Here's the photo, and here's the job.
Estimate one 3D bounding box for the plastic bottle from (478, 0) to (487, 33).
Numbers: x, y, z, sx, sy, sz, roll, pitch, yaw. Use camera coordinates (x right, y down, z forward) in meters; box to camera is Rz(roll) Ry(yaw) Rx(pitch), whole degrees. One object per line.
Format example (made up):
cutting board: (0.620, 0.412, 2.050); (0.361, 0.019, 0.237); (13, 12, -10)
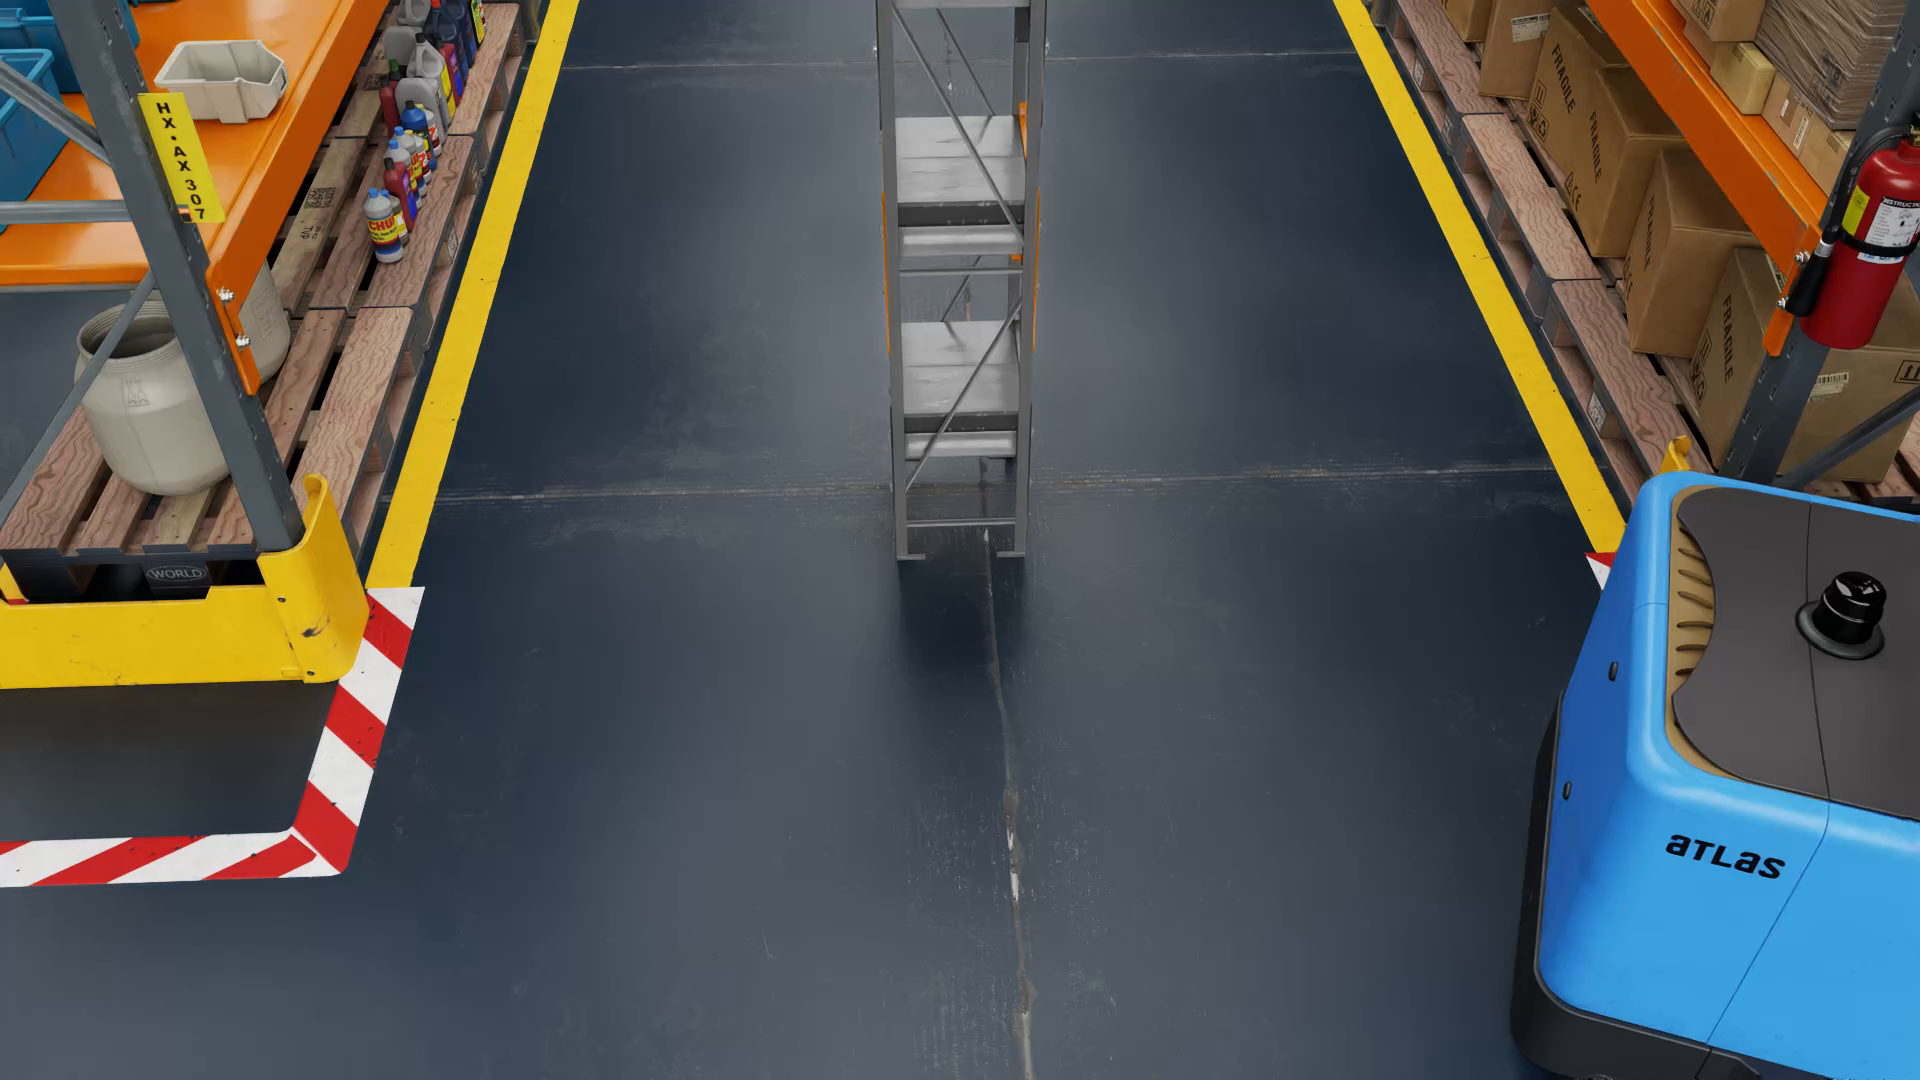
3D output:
plastic bottle: (-2.152, -2.342, 7.330); (0.097, 0.201, 0.097); (0, 43, 0)

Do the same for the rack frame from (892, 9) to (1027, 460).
rack frame: (-0.017, -1.051, 4.842); (0.400, 2.100, 0.015); (-2, 43, -2)

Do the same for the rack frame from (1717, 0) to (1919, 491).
rack frame: (2.640, -0.889, 4.000); (1.000, 3.000, 0.127); (-2, 43, -2)

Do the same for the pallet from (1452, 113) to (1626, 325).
pallet: (2.588, -1.283, 6.494); (1.003, 0.211, 1.213); (-2, 43, -2)

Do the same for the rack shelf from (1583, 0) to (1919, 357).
rack shelf: (2.555, -1.974, 5.716); (1.077, 0.370, 4.000); (-2, 43, -2)

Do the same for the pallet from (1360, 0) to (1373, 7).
pallet: (2.435, -3.087, 8.461); (1.003, 0.211, 1.213); (-2, 43, -2)

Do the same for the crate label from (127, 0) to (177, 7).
crate label: (-2.657, -1.994, 5.180); (0.502, 0.435, 0.616); (-2, 43, -2)

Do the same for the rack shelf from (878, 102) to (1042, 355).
rack shelf: (-0.007, -0.876, 4.672); (0.431, 0.518, 0.480); (-2, 43, -2)

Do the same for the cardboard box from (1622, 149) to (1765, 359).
cardboard box: (2.570, -0.947, 5.602); (0.500, 0.500, 0.500); (9, 43, 9)

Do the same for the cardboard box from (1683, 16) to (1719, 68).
cardboard box: (2.354, -1.488, 4.839); (0.380, 0.149, 0.250); (-2, 43, -2)

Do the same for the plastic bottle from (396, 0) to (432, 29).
plastic bottle: (-2.307, -2.202, 7.067); (0.144, 0.351, 0.185); (-2, 43, -2)

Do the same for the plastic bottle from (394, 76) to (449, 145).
plastic bottle: (-2.139, -1.721, 6.598); (0.152, 0.276, 0.135); (-1, 43, -1)

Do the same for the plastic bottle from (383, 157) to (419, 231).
plastic bottle: (-2.066, -1.294, 6.126); (0.061, 0.283, 0.133); (-1, 43, -1)

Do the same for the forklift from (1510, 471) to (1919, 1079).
forklift: (2.862, 0.159, 2.907); (3.031, 2.935, 1.130); (13, 44, 14)

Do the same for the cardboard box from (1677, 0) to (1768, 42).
cardboard box: (2.503, -1.741, 4.636); (0.875, 0.500, 0.500); (-2, 43, -2)

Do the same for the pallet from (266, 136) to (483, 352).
pallet: (-2.437, -1.139, 6.336); (1.003, 0.211, 1.213); (-2, 43, -2)

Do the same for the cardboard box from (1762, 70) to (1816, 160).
cardboard box: (2.411, -1.151, 4.472); (0.380, 0.149, 0.250); (-2, 43, -2)

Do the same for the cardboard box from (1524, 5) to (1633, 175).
cardboard box: (2.584, -1.748, 6.476); (0.500, 0.500, 0.500); (-5, 43, -6)

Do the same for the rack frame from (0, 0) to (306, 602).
rack frame: (-2.309, -0.747, 3.845); (1.000, 3.000, 0.127); (-2, 43, -2)

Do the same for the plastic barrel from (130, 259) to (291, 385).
plastic barrel: (-2.434, -0.765, 5.395); (0.421, 0.512, 0.421); (0, 43, 0)

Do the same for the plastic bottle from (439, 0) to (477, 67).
plastic bottle: (-2.163, -2.206, 7.072); (0.144, 0.351, 0.185); (-3, 43, -3)

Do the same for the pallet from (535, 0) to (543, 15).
pallet: (-2.551, -2.948, 8.310); (1.003, 0.211, 1.213); (-2, 43, -2)

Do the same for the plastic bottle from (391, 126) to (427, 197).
plastic bottle: (-2.093, -1.435, 6.289); (0.097, 0.271, 0.097); (0, 43, 0)

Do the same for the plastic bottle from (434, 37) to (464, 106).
plastic bottle: (-2.107, -1.943, 6.835); (0.061, 0.283, 0.133); (1, 43, 1)

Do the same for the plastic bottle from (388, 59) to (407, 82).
plastic bottle: (-2.243, -1.813, 6.693); (0.061, 0.283, 0.133); (-2, 43, -2)

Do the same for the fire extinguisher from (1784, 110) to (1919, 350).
fire extinguisher: (2.184, -0.770, 3.927); (0.296, 0.674, 0.183); (-2, 43, -2)

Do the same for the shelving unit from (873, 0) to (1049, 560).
shelving unit: (-0.007, -0.886, 4.662); (0.431, 2.100, 0.503); (-2, 43, -2)

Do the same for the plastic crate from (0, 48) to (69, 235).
plastic crate: (-2.629, -1.021, 4.254); (0.499, 0.251, 0.616); (-2, 43, -2)

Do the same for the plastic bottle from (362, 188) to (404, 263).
plastic bottle: (-2.075, -1.136, 5.963); (0.097, 0.271, 0.097); (0, 43, 0)

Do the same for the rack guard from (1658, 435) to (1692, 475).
rack guard: (2.636, -0.019, 4.900); (1.175, 0.500, 0.348); (-2, 43, -2)

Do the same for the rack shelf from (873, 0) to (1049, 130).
rack shelf: (-0.007, -1.392, 4.199); (0.431, 0.518, 0.480); (-2, 43, -2)

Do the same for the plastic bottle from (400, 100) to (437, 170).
plastic bottle: (-2.102, -1.572, 6.438); (0.097, 0.271, 0.097); (0, 43, 0)

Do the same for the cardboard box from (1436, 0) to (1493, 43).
cardboard box: (2.447, -2.551, 7.353); (0.500, 0.500, 0.500); (-3, 43, -3)
